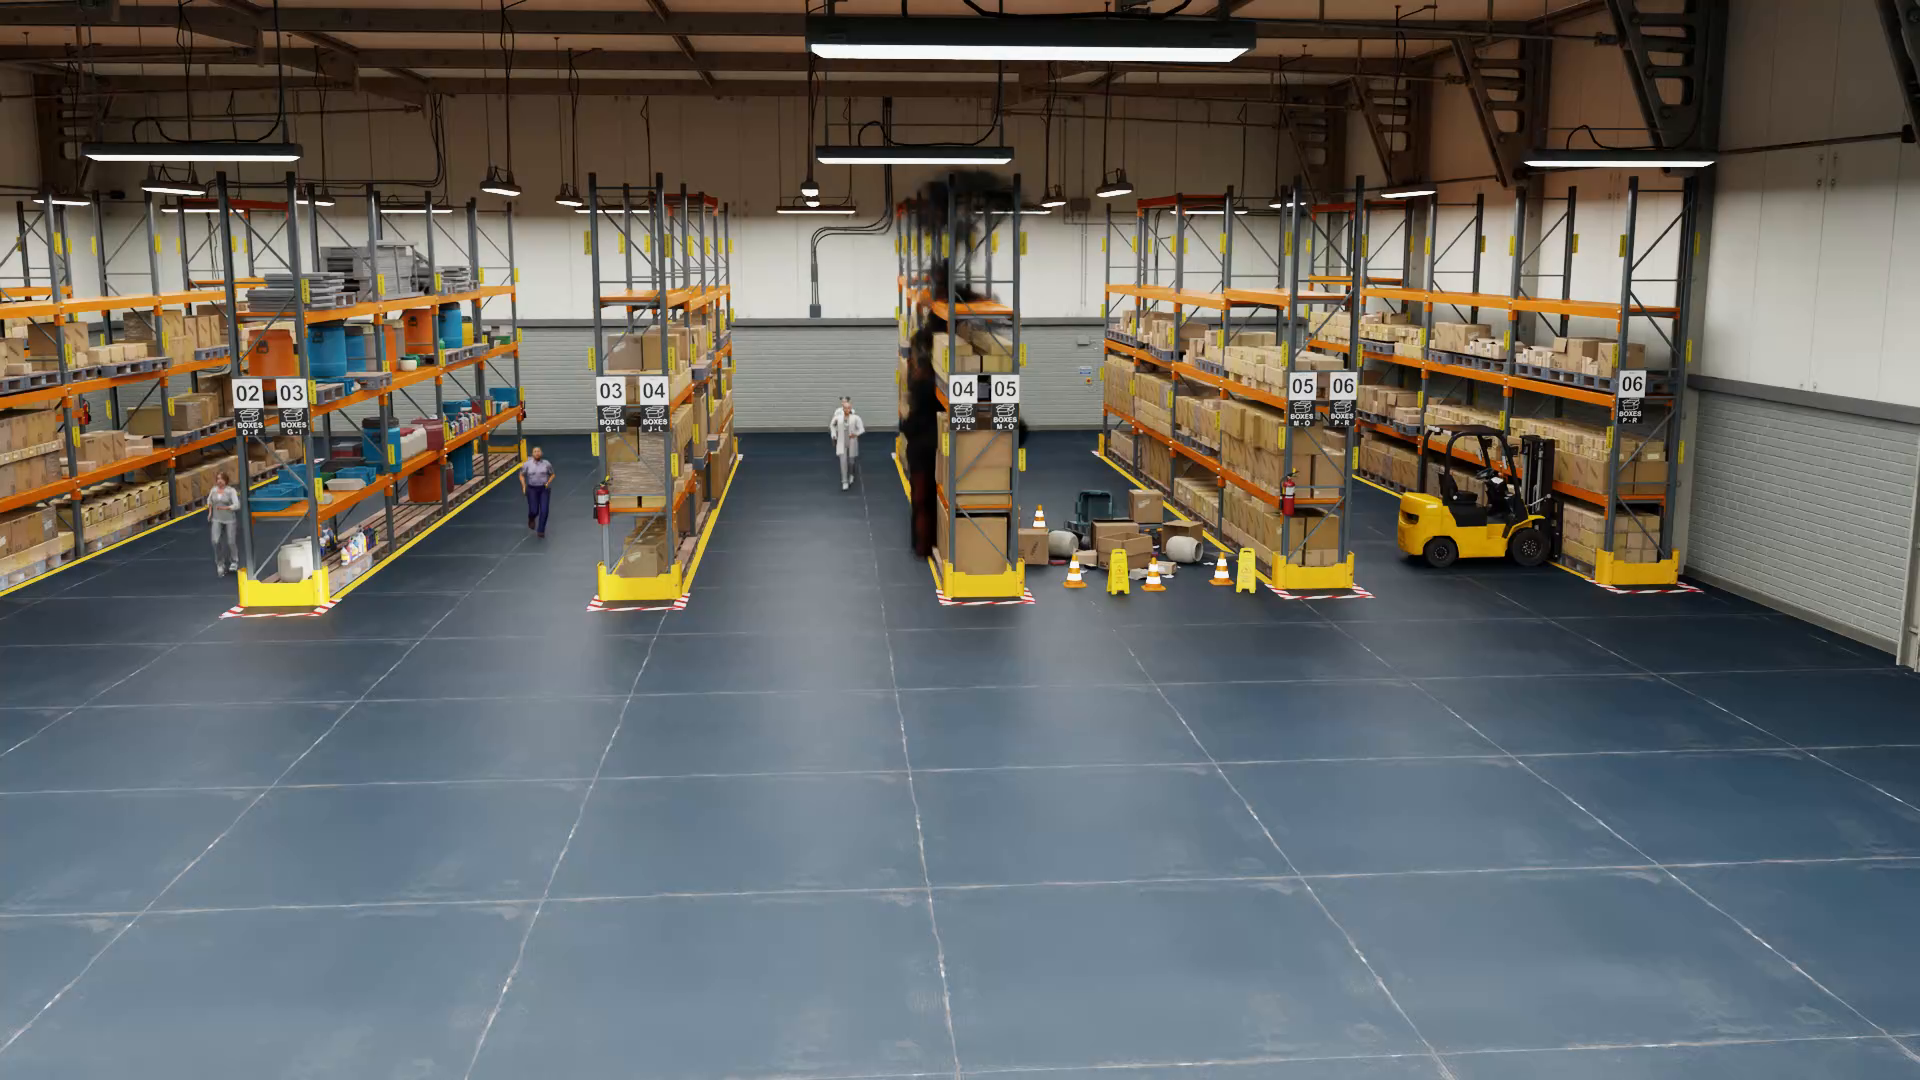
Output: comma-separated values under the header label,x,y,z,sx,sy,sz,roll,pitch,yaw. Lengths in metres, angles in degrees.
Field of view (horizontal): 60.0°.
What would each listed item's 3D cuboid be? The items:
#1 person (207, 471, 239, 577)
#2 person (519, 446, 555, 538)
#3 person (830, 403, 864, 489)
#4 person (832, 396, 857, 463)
label,x,y,z,sx,sy,sz,roll,pitch,yaw
person,-11.293,-0.247,25.496,0.503,1.617,0.682,-2,10,-12
person,-7.319,-0.833,28.866,0.607,1.583,0.551,-4,11,-20
person,-2.359,-1.993,34.773,0.727,1.760,1.035,0,10,-2
person,-2.611,-2.465,37.936,0.630,1.674,0.703,-1,10,-3
